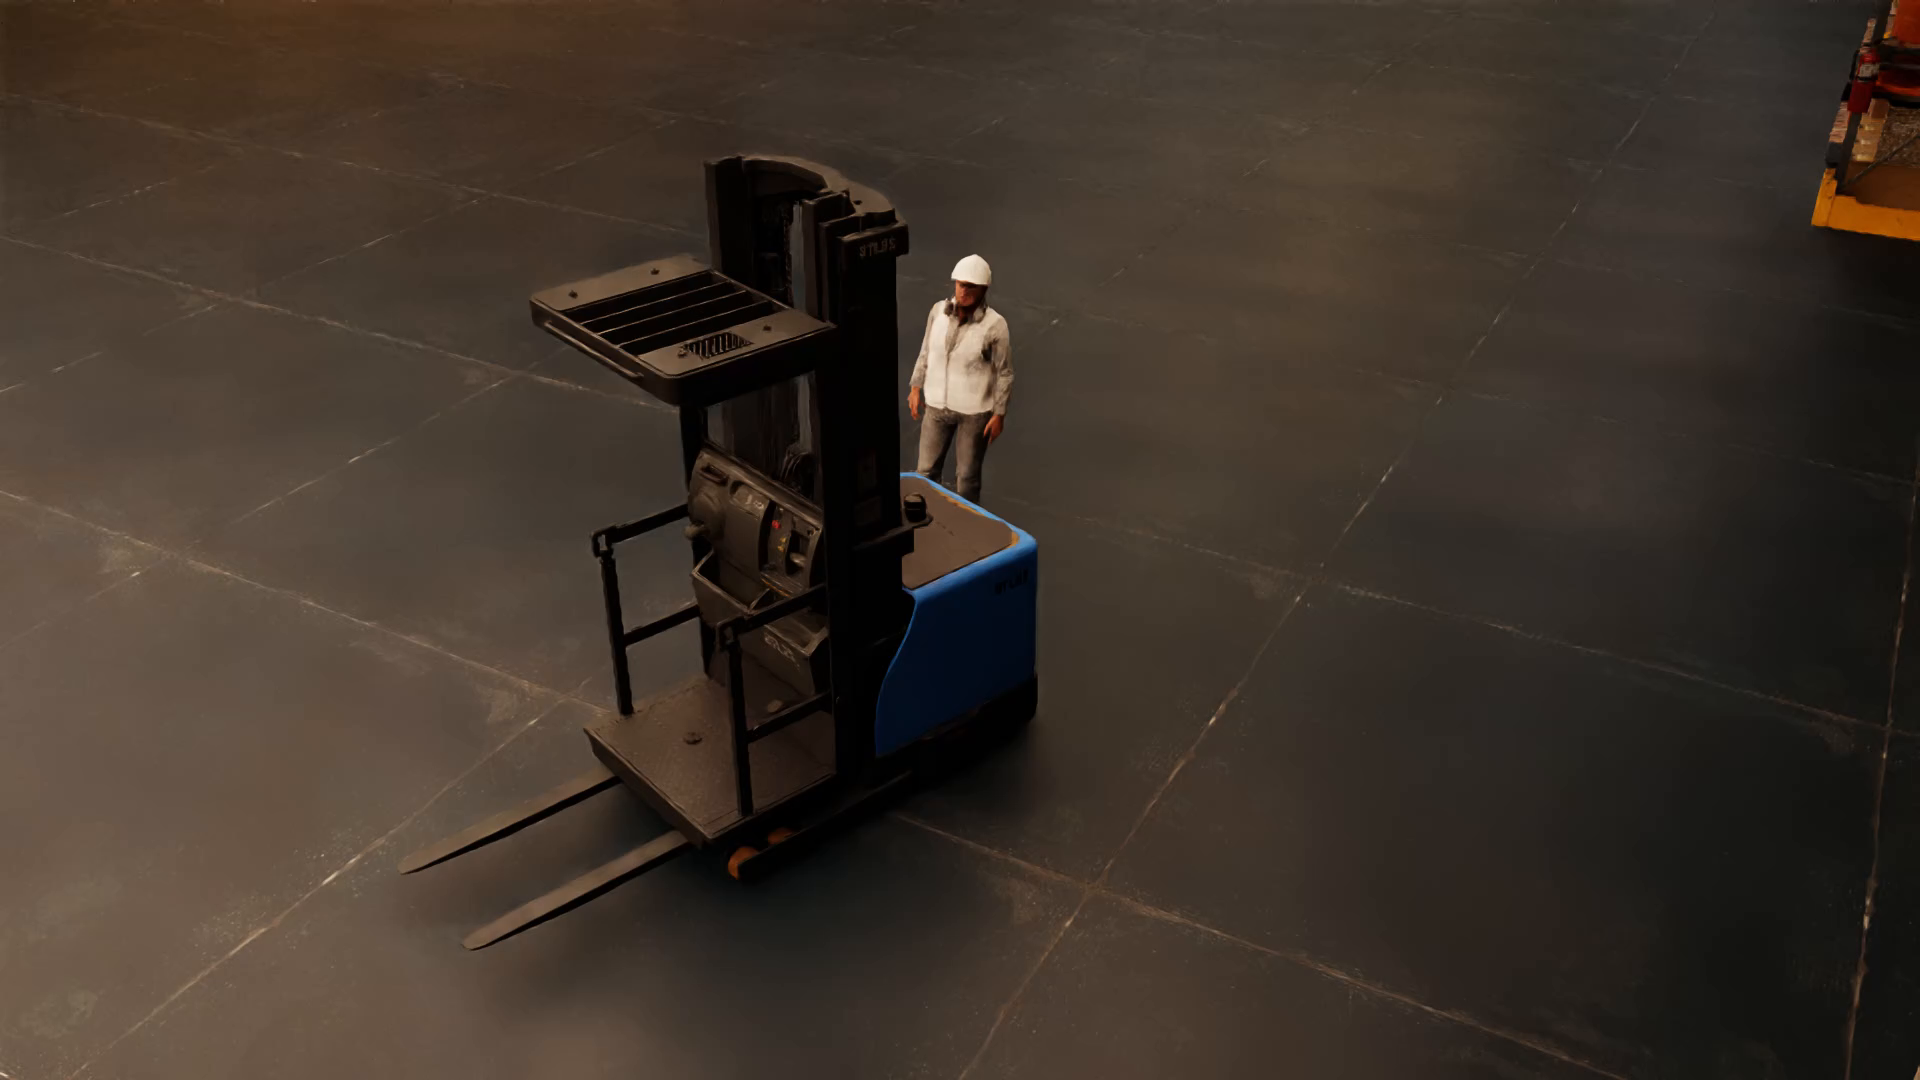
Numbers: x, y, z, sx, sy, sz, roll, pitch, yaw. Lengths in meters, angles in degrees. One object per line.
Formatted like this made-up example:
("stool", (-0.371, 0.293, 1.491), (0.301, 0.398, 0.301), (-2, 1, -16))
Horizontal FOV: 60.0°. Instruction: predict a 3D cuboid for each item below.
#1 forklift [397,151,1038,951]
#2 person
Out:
("forklift", (-1.058, -0.046, 7.150), (3.031, 2.935, 1.130), (-24, 37, -35))
("person", (-0.037, -0.749, 9.512), (0.632, 1.773, 0.567), (15, 33, 25))
